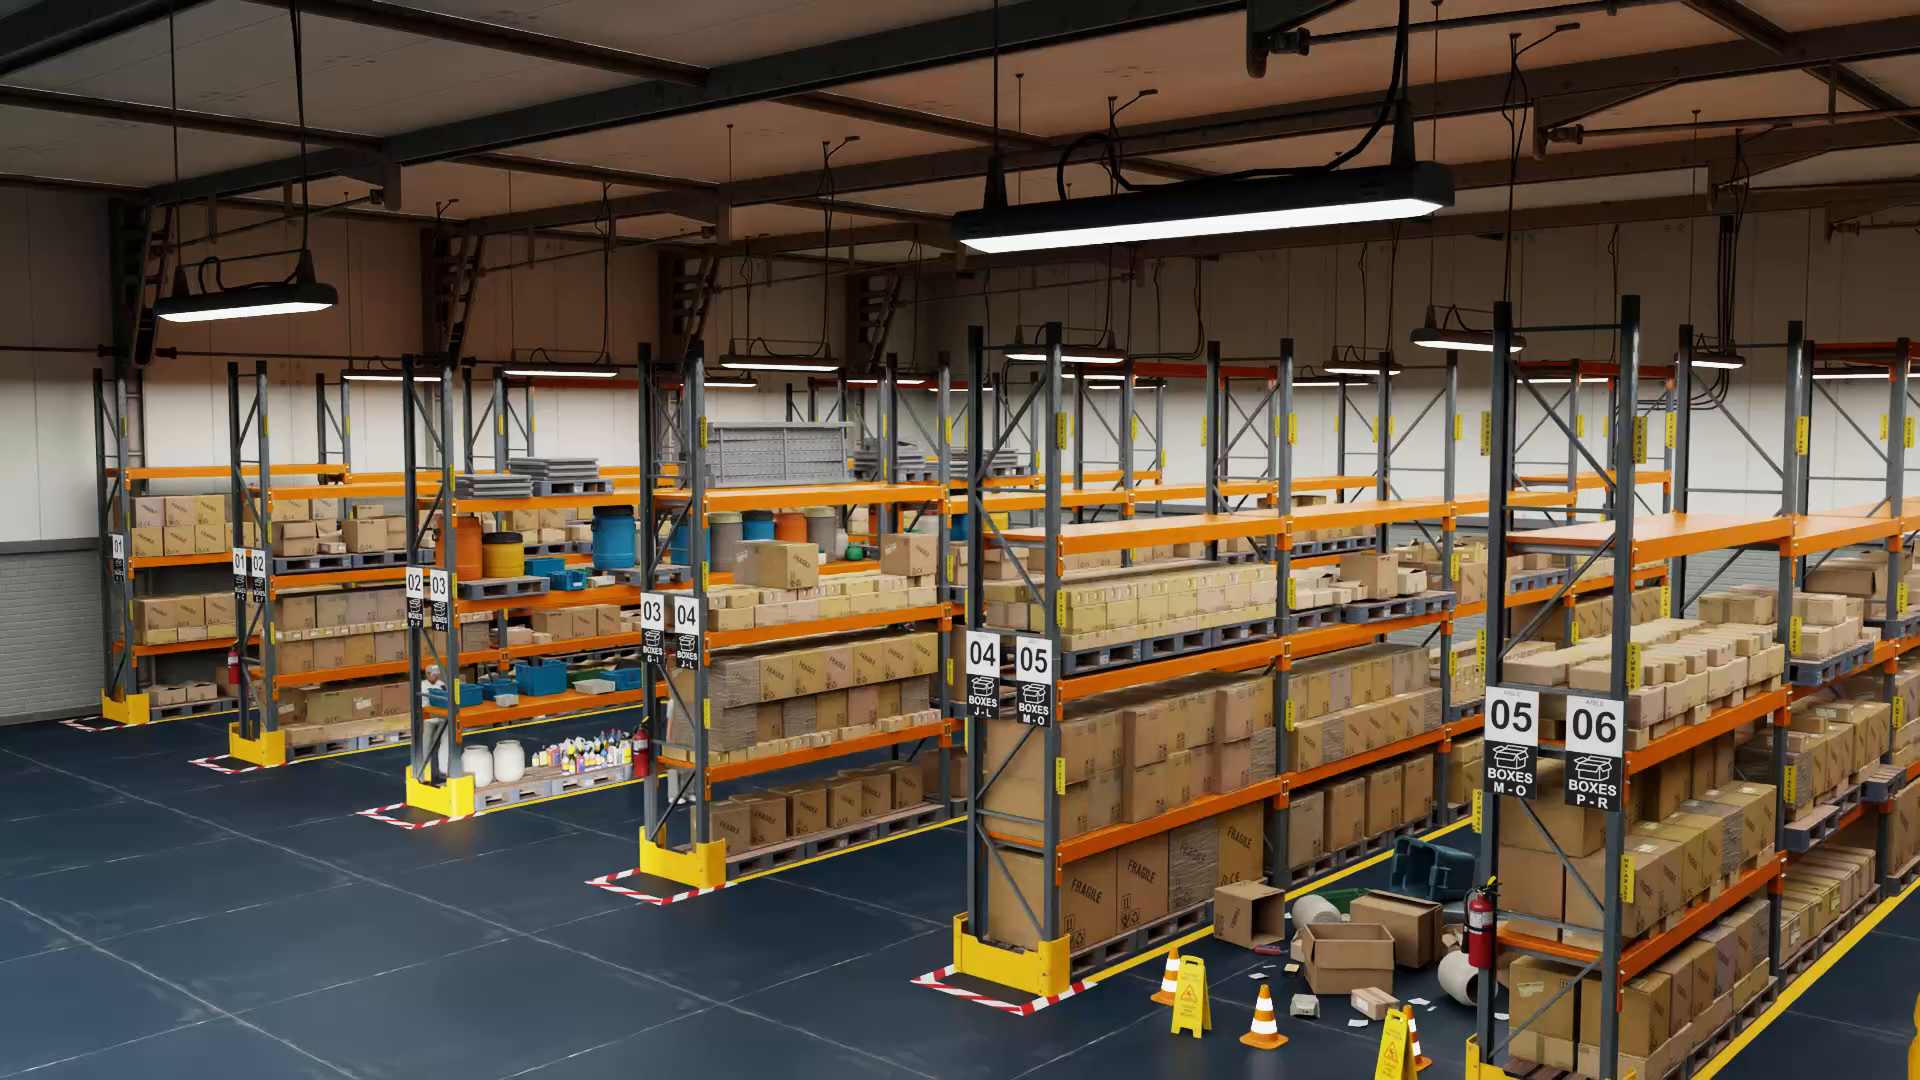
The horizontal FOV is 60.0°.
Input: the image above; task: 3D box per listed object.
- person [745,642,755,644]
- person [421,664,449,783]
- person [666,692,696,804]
[{"bbox_3d":[-3.444,2.267,26.989,0.629,1.792,0.349,-2,5,-25],"label":"person"},{"bbox_3d":[-7.514,2.638,23.698,0.401,1.753,0.546,4,6,42],"label":"person"},{"bbox_3d":[-3.749,2.712,22.312,0.386,1.714,0.515,2,4,20],"label":"person"}]
